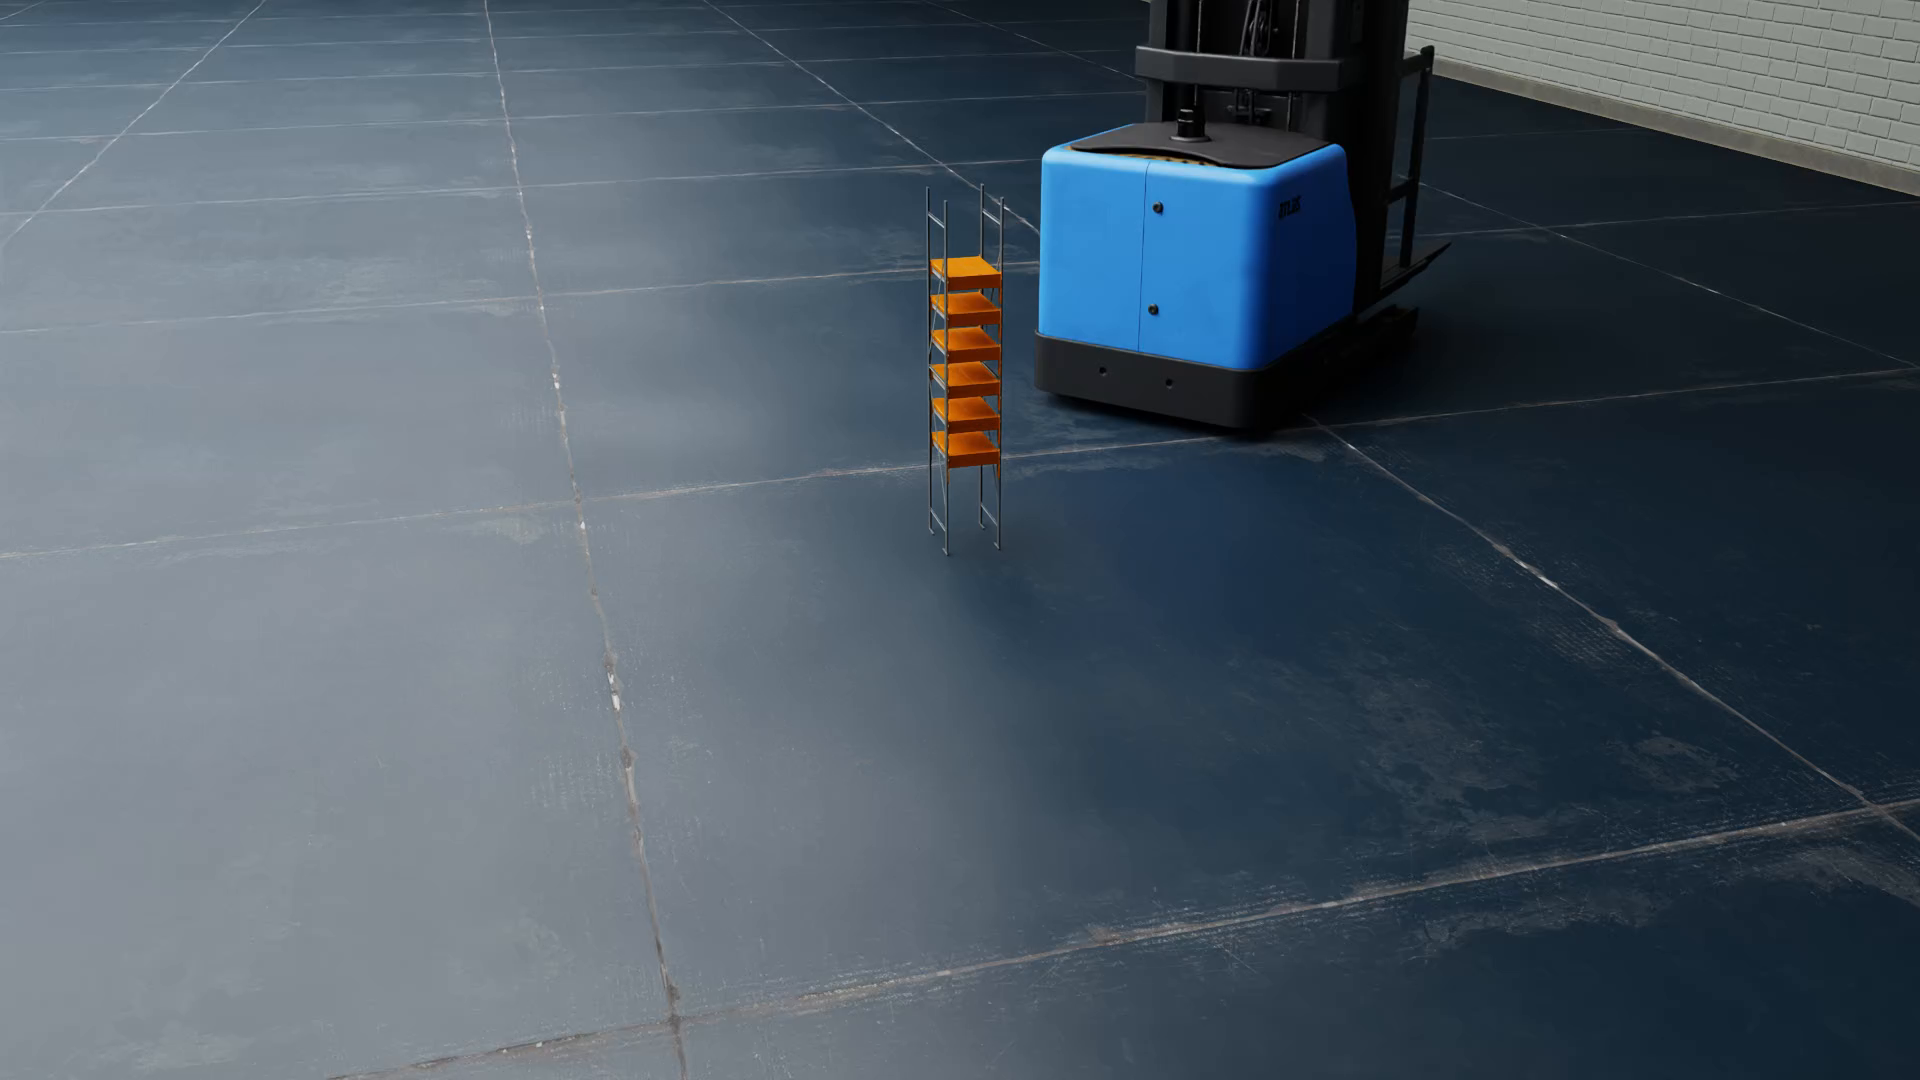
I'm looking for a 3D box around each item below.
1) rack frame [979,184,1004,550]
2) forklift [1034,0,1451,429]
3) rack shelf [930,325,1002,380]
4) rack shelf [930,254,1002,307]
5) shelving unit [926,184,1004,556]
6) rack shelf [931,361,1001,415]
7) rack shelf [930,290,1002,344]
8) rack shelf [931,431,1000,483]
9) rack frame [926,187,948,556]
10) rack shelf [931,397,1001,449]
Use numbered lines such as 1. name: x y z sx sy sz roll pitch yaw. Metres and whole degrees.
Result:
1. rack frame: 0.102 -0.563 5.540 0.006 1.200 0.240 -6 24 -14
2. forklift: 1.536 -2.320 7.439 1.130 2.935 3.031 14 27 30
3. rack shelf: 0.014 -0.622 5.487 0.180 0.103 0.258 -6 24 -14
4. rack shelf: 0.014 -0.843 5.393 0.180 0.103 0.258 -6 24 -14
5. shelving unit: 0.014 -0.553 5.517 0.189 1.200 0.258 -6 24 -14
6. rack shelf: 0.014 -0.512 5.535 0.180 0.103 0.258 -6 24 -14
7. rack shelf: 0.014 -0.733 5.440 0.180 0.103 0.258 -6 24 -14
8. rack shelf: 0.014 -0.292 5.629 0.180 0.103 0.258 -6 24 -14
9. rack frame: -0.074 -0.543 5.494 0.006 1.200 0.240 -6 24 -14
10. rack shelf: 0.014 -0.402 5.582 0.180 0.103 0.258 -6 24 -14
